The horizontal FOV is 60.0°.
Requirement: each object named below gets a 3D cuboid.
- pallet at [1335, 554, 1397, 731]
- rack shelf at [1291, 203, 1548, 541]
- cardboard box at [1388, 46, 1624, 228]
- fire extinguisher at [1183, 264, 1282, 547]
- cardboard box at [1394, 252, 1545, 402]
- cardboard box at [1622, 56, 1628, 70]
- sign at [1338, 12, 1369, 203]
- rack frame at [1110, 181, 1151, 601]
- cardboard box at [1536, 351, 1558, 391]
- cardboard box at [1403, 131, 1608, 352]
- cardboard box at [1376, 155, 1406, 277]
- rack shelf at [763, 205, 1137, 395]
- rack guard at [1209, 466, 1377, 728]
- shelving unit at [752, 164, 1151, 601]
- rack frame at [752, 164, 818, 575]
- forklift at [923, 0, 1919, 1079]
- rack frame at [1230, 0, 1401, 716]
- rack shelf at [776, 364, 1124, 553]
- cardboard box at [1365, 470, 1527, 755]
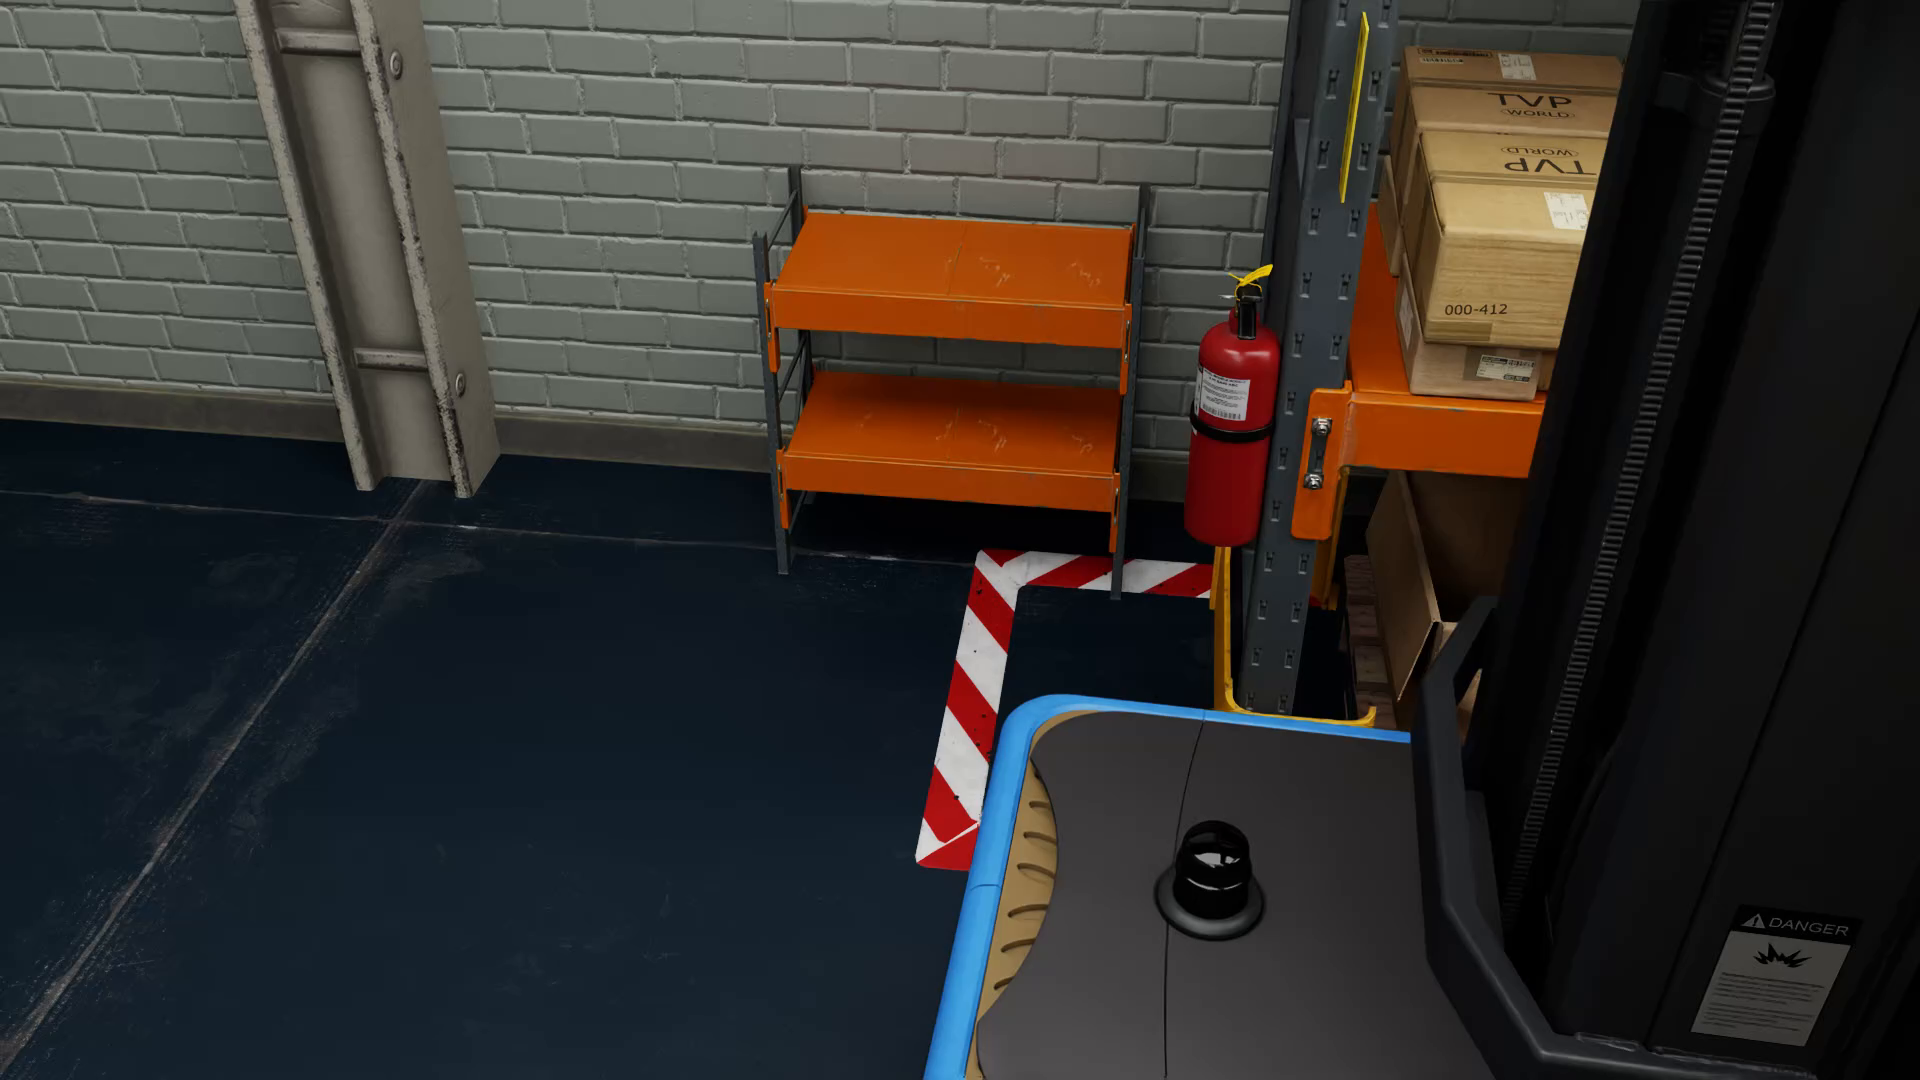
[{"bbox_3d":[1.649,0.457,4.429,1.213,0.211,1.003,4,36,6],"label":"pallet"},{"bbox_3d":[2.766,-0.302,3.710,4.000,0.370,1.077,4,36,6],"label":"rack shelf"},{"bbox_3d":[1.272,-0.921,3.832,0.500,0.250,0.500,5,36,7],"label":"cardboard box"},{"bbox_3d":[0.578,-0.304,3.481,0.183,0.674,0.296,4,36,6],"label":"fire extinguisher"},{"bbox_3d":[1.073,-0.458,3.526,0.250,0.149,0.380,4,36,6],"label":"cardboard box"},{"bbox_3d":[1.784,-0.883,3.778,0.500,0.250,0.500,4,36,6],"label":"cardboard box"},{"bbox_3d":[0.713,-0.782,3.019,0.005,0.325,0.100,4,36,6],"label":"sign"},{"bbox_3d":[0.498,-0.421,4.871,0.032,1.125,0.500,4,36,6],"label":"rack frame"},{"bbox_3d":[1.332,-0.466,3.537,0.250,0.149,0.380,5,36,7],"label":"cardboard box"},{"bbox_3d":[1.198,-0.614,3.401,0.500,0.250,0.500,4,36,6],"label":"cardboard box"},{"bbox_3d":[1.145,-0.770,3.964,0.250,0.149,0.380,4,36,5],"label":"cardboard box"},{"bbox_3d":[-0.006,-0.696,4.753,1.000,0.278,0.538,4,36,6],"label":"rack shelf"},{"bbox_3d":[0.858,0.281,4.427,0.348,0.500,1.175,4,36,6],"label":"rack guard"},{"bbox_3d":[-0.006,-0.458,4.923,1.048,1.125,0.538,4,36,6],"label":"shelving unit"},{"bbox_3d":[-0.511,-0.494,4.975,0.032,1.125,0.500,4,36,6],"label":"rack frame"},{"bbox_3d":[1.486,0.370,2.208,3.031,2.935,1.130,6,36,8],"label":"forklift"},{"bbox_3d":[0.782,-0.743,3.708,0.127,3.000,1.000,4,36,6],"label":"rack frame"},{"bbox_3d":[-0.006,-0.259,5.065,1.000,0.278,0.538,4,36,6],"label":"rack shelf"},{"bbox_3d":[1.377,0.203,4.172,0.637,0.503,0.797,3,36,4],"label":"cardboard box"}]
